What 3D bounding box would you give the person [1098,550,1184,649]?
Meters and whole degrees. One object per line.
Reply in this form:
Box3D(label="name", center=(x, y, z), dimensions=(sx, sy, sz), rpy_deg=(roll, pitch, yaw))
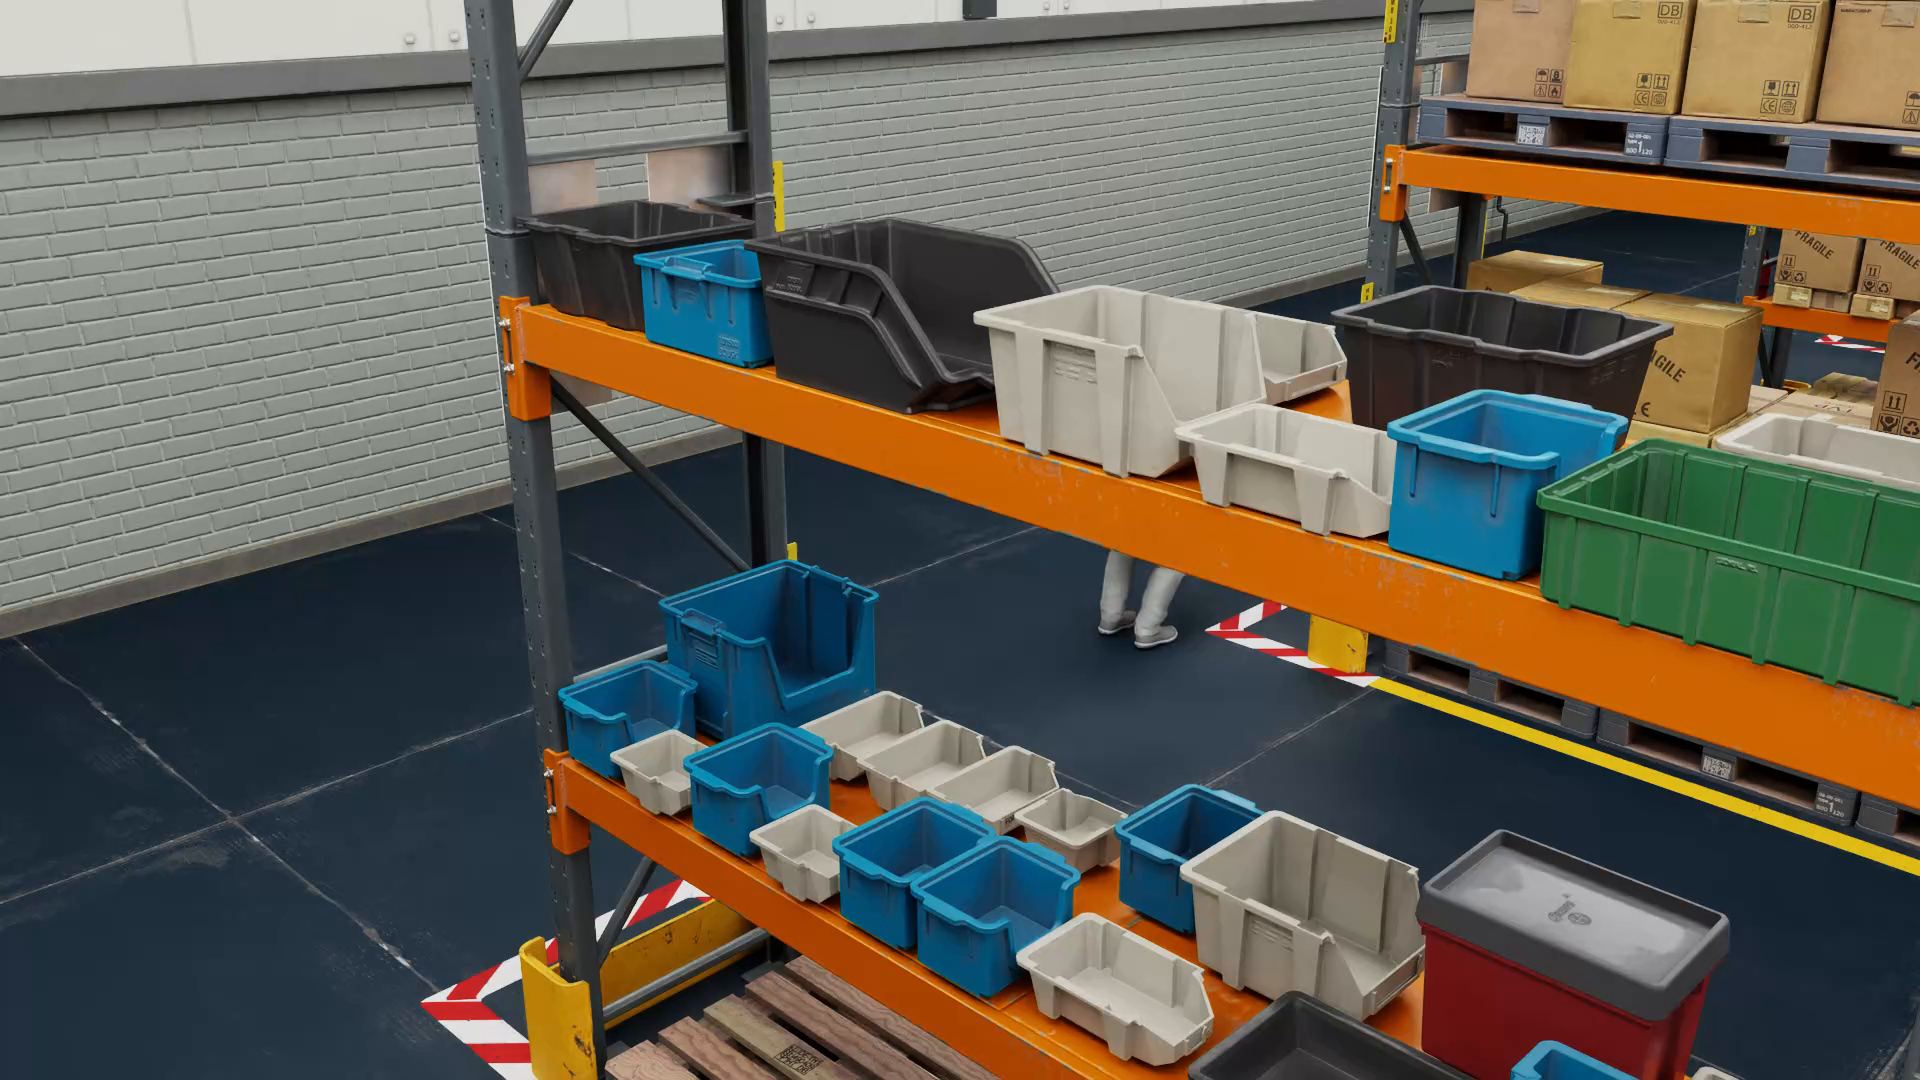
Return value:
Box3D(label="person", center=(1.164, -0.130, 9.513), dimensions=(0.496, 1.341, 0.987), rpy_deg=(18, 27, 39))
